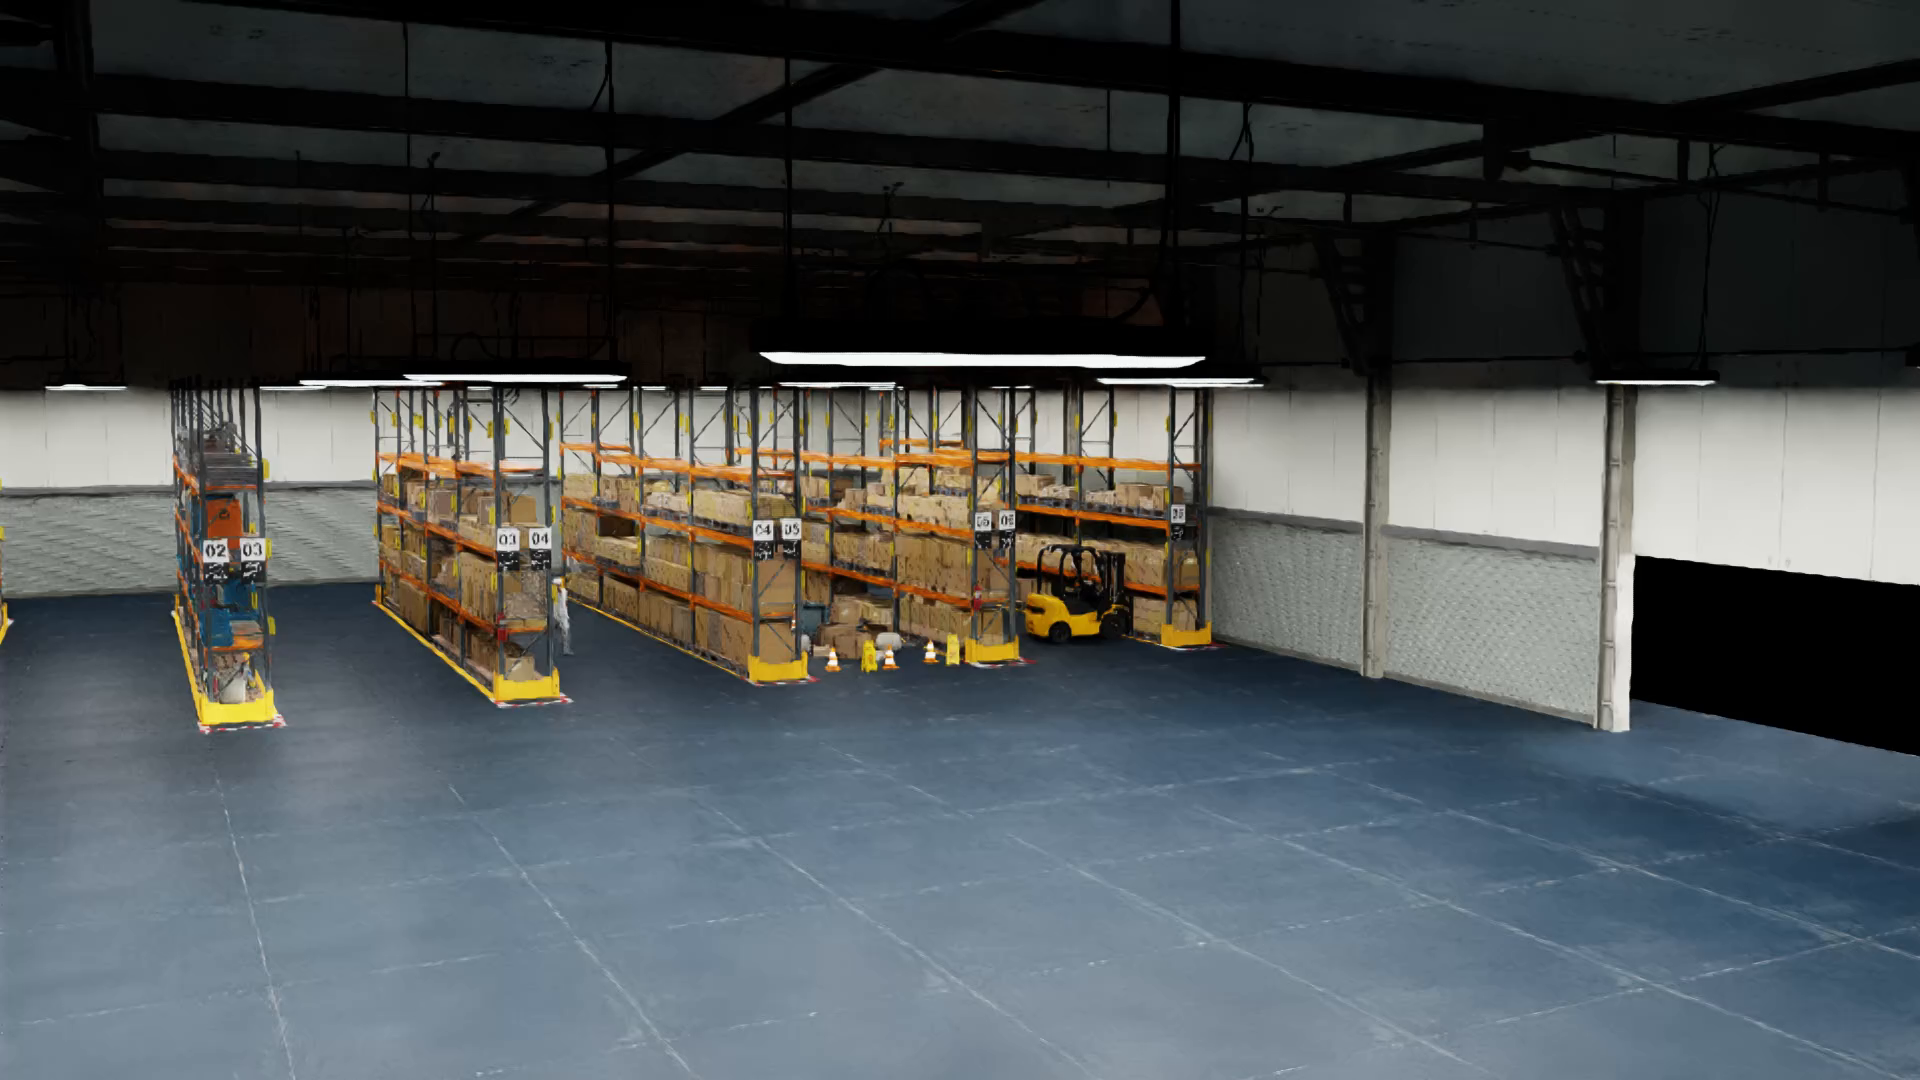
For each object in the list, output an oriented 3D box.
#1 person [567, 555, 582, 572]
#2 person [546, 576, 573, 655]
[{"bbox_3d":[-11.224,0.515,48.665,0.762,1.745,0.521,3,6,31],"label":"person"},{"bbox_3d":[-8.795,1.633,36.295,0.566,1.704,1.122,-2,6,-24],"label":"person"}]
